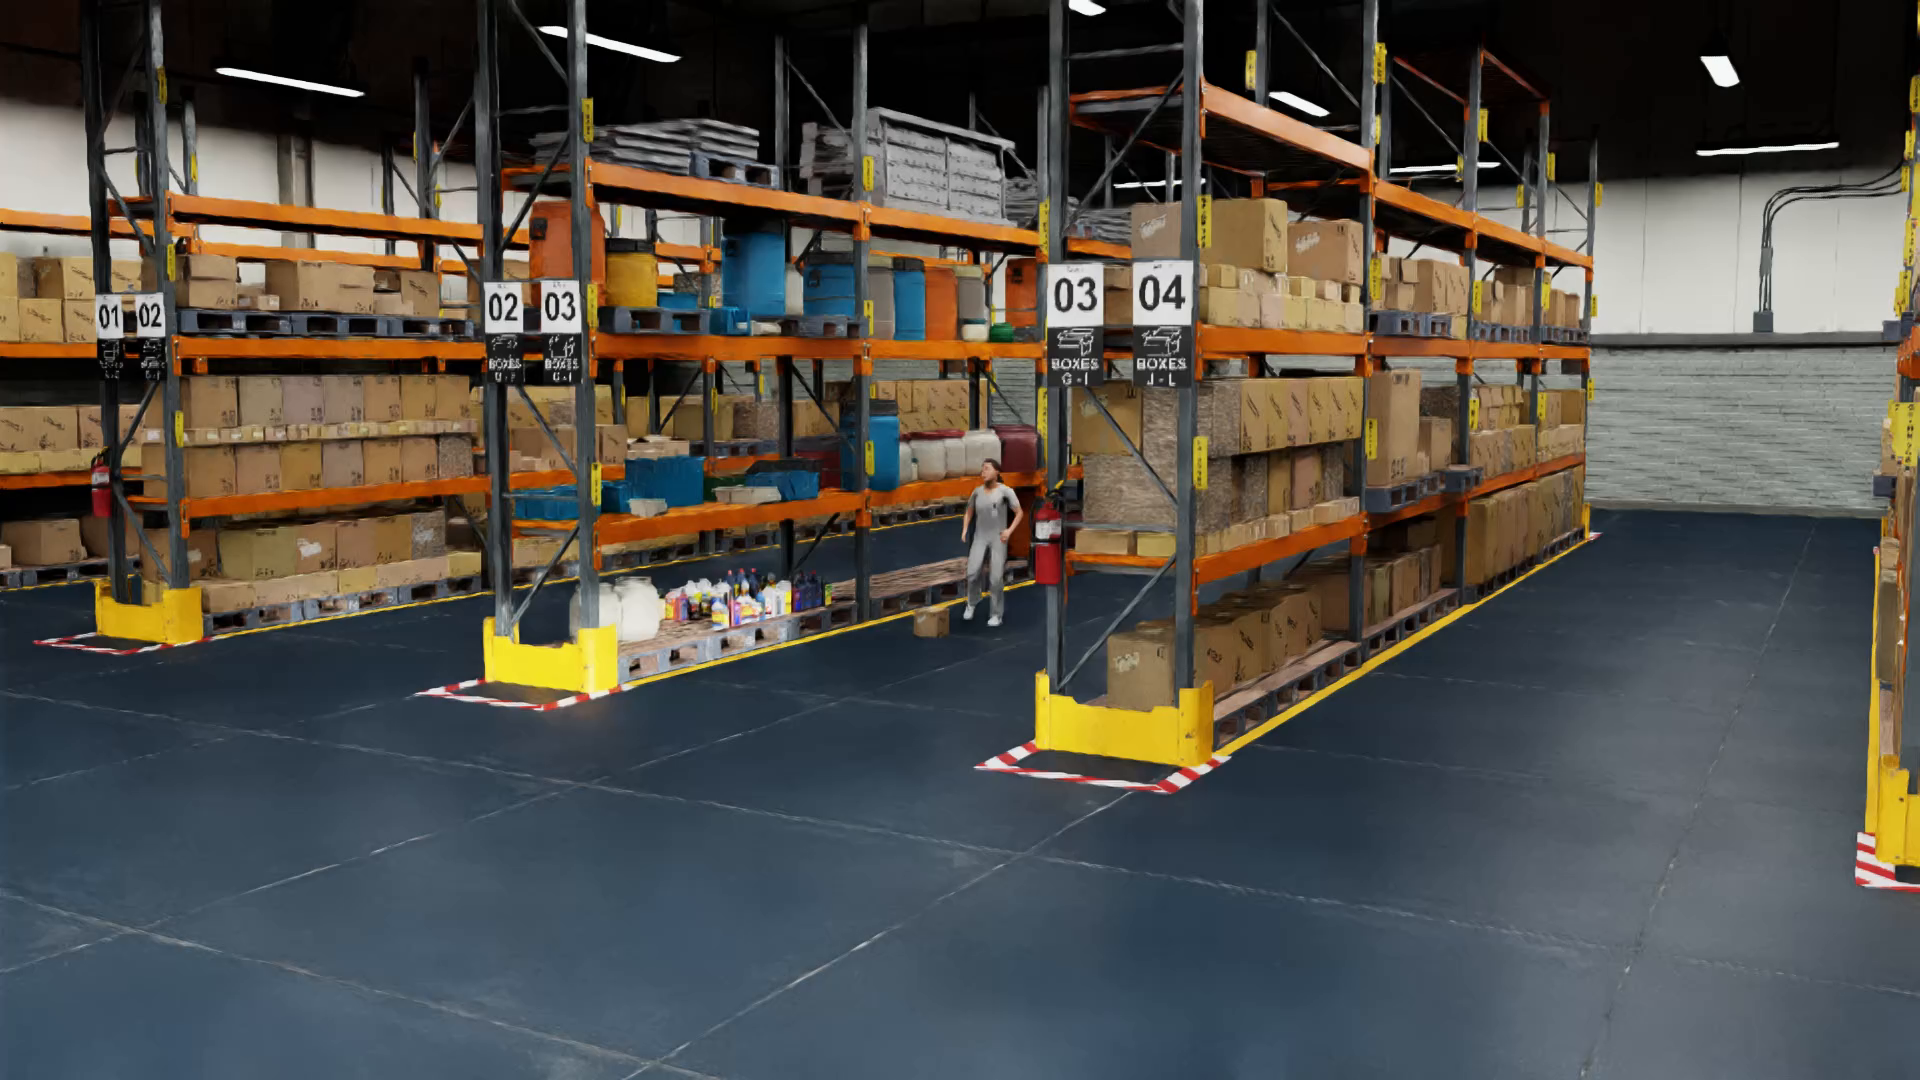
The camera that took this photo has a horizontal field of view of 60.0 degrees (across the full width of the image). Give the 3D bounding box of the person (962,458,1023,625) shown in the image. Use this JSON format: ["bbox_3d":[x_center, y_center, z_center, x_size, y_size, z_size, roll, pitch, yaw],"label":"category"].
[{"bbox_3d":[0.307,0.024,16.342,0.612,1.631,0.469,1,6,13],"label":"person"}]
